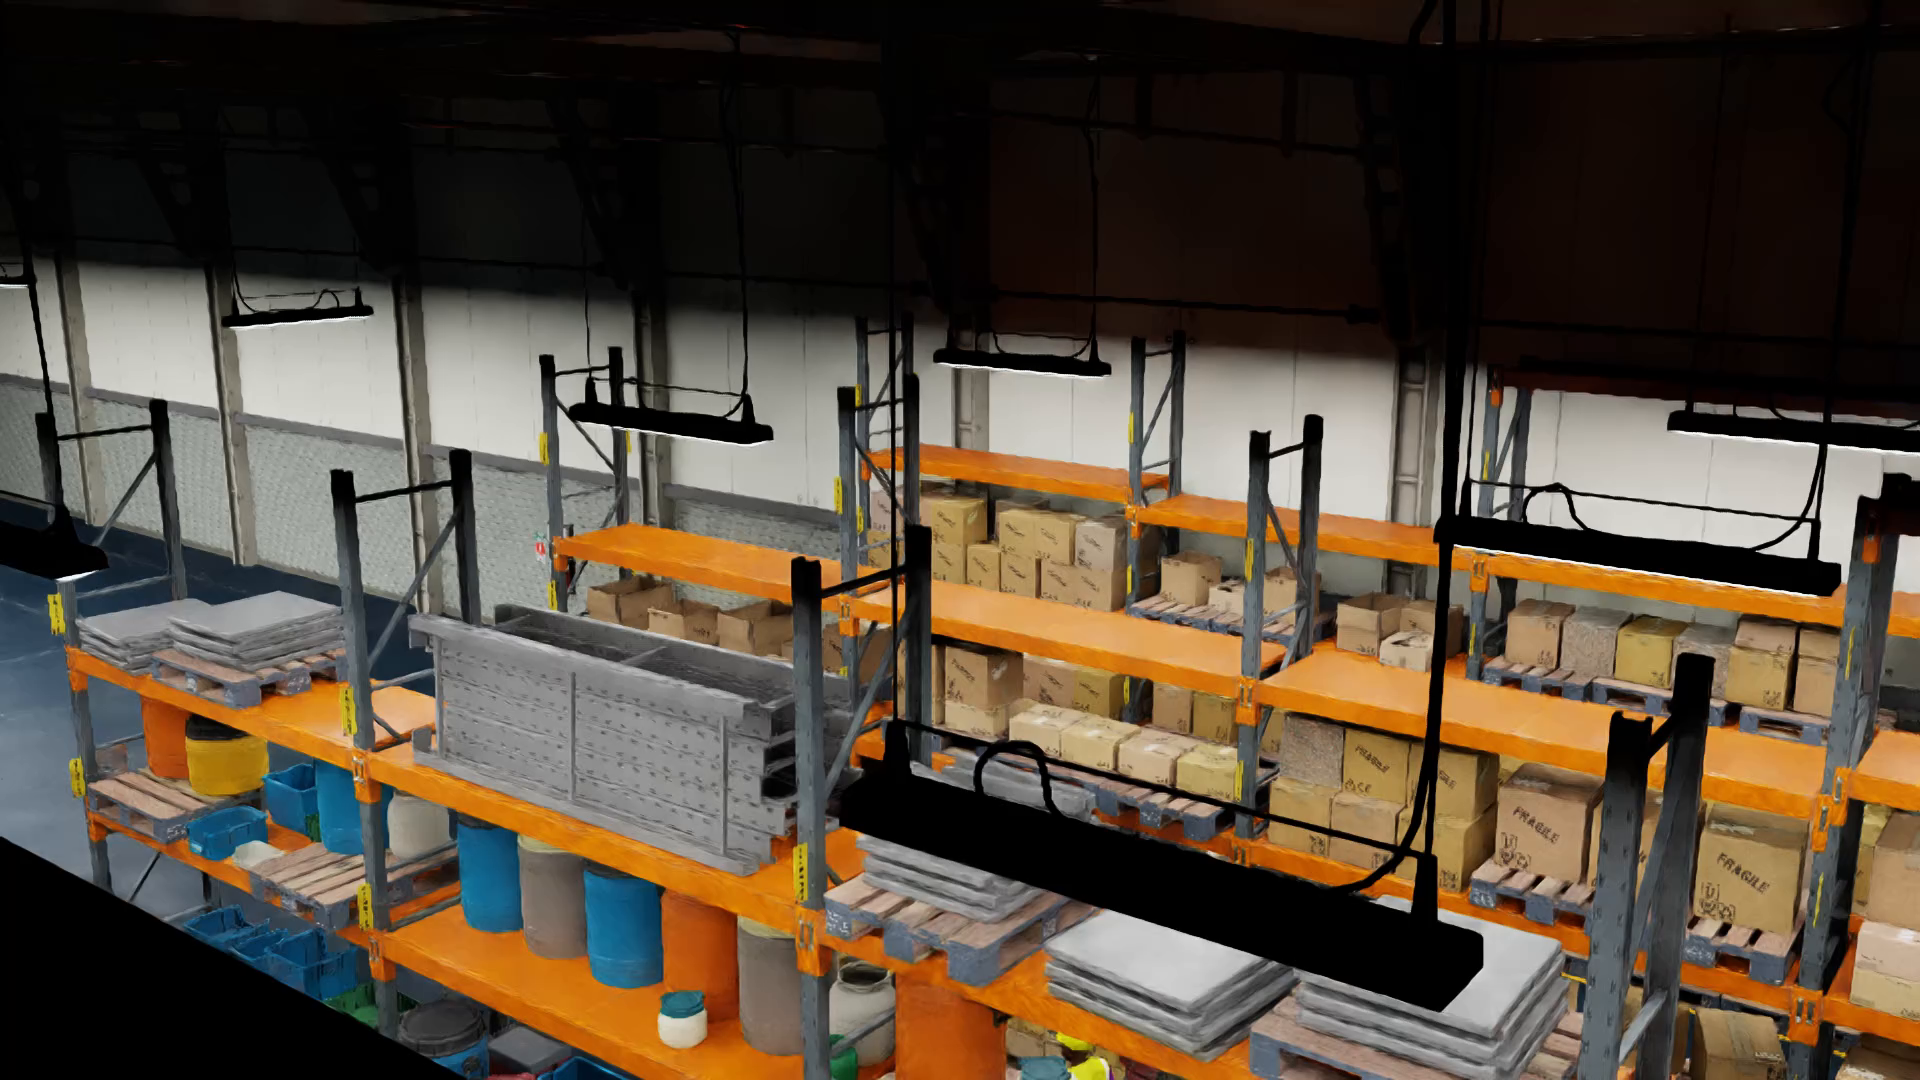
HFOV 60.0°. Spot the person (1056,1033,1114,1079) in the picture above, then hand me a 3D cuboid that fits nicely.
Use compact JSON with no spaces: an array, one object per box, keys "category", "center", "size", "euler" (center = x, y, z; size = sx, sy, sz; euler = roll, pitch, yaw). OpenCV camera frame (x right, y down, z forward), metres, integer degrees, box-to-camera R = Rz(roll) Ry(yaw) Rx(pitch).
[{"category":"person","center":[0.882,4.431,12.377],"size":[1.042,1.716,0.591],"euler":[9,16,35]}]

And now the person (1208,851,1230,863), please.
[{"category":"person","center":[2.576,3.682,15.641],"size":[0.578,1.714,0.719],"euler":[9,16,34]}]
